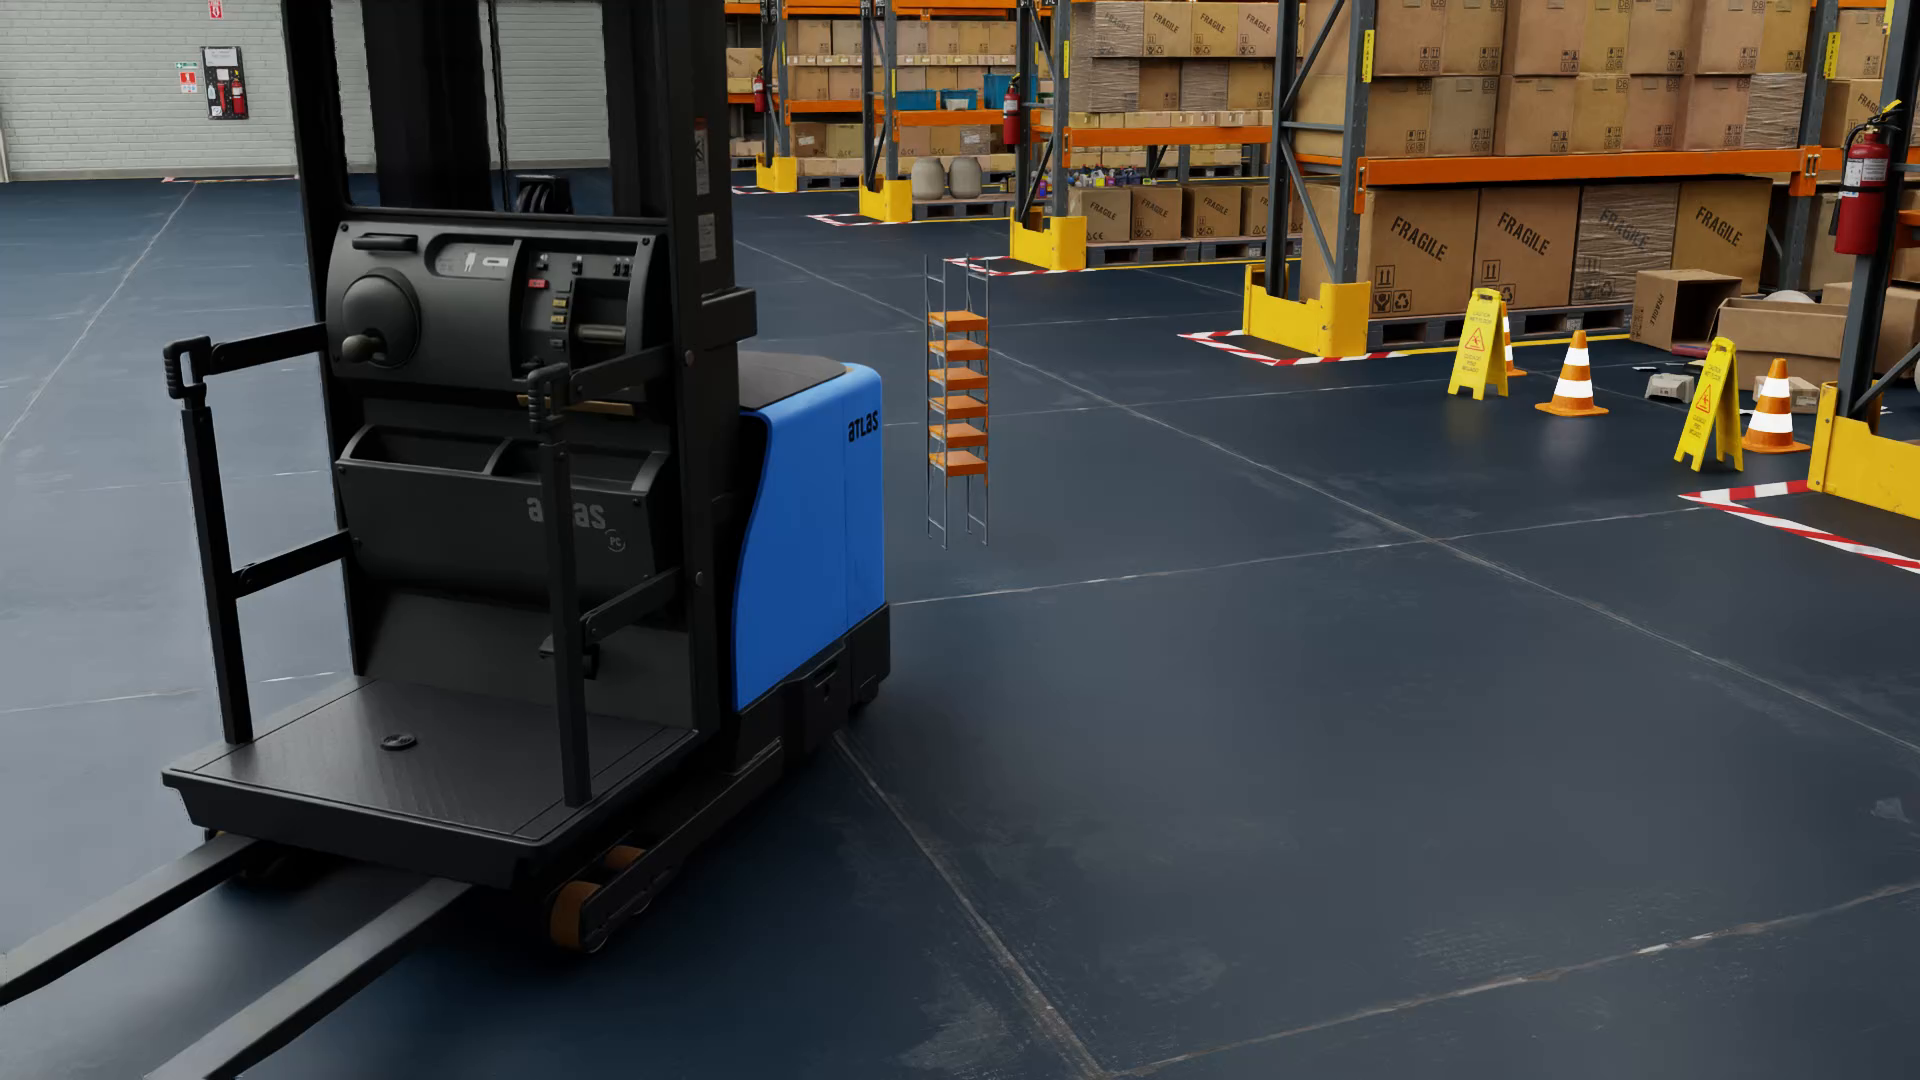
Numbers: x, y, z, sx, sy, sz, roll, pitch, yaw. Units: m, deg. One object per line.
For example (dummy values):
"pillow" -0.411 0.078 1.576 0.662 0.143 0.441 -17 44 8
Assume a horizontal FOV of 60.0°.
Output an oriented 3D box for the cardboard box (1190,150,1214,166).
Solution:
"cardboard box" 3.829 -6.286 27.315 0.500 0.250 0.500 -6 18 -21

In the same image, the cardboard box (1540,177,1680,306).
"cardboard box" 4.747 -2.294 12.611 0.875 0.875 0.875 -6 17 -20

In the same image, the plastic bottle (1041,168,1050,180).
"plastic bottle" 1.098 -4.754 21.885 0.185 0.351 0.144 -5 17 -18

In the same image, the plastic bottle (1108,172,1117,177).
"plastic bottle" 1.993 -4.647 21.654 0.135 0.276 0.152 -6 17 -20

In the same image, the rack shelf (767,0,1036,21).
"rack shelf" -0.889 -8.063 25.185 4.000 0.370 1.077 -6 17 -20

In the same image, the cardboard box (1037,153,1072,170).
"cardboard box" 1.444 -6.028 26.437 0.500 0.250 0.500 -7 18 -21

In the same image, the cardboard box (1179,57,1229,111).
"cardboard box" 2.214 -4.520 16.463 0.500 0.500 0.875 -6 17 -20

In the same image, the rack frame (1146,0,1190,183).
"rack frame" 2.747 -5.867 21.753 0.127 3.000 1.000 -6 17 -20

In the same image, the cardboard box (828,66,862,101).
"cardboard box" -1.828 -6.913 25.139 0.500 0.500 0.700 -6 17 -19

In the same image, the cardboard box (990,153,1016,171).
"cardboard box" 0.624 -5.949 26.166 0.500 0.250 0.500 -6 17 -20

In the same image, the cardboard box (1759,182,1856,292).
"cardboard box" 6.747 -2.457 13.389 0.750 0.750 1.050 -6 17 -20

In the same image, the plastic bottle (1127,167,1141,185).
"plastic bottle" 2.249 -4.666 21.585 0.185 0.351 0.144 -7 18 -22

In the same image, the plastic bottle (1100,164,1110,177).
"plastic bottle" 1.897 -4.797 22.030 0.185 0.351 0.144 -6 17 -20

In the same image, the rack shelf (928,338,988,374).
"rack shelf" -0.014 -0.762 6.869 0.180 0.103 0.258 -6 17 -20

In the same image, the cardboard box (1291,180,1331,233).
"cardboard box" 3.600 -3.476 17.304 0.500 0.500 0.500 -1 16 -2

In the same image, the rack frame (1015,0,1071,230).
"rack frame" 0.784 -4.161 15.942 0.127 3.000 1.000 -6 17 -20

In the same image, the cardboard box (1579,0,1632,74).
"cardboard box" 4.326 -3.651 12.024 0.500 0.550 0.875 -6 17 -20

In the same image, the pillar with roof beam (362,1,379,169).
"pillar with roof beam" -8.251 -9.509 23.509 0.400 9.000 9.100 -6 17 -20

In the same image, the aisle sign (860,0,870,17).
"aisle sign" -1.161 -6.782 20.255 0.004 0.787 0.394 -6 17 -20

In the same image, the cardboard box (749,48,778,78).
"cardboard box" -3.514 -8.384 29.224 0.500 0.500 0.500 -6 17 -20

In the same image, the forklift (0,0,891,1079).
"forklift" -1.233 -0.583 3.881 1.130 2.935 3.031 6 17 20

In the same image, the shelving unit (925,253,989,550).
"shelving unit" -0.014 -0.574 6.924 0.189 1.200 0.258 -6 17 -20

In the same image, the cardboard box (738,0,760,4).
"cardboard box" -3.617 -9.580 28.860 0.500 0.500 0.500 -5 17 -16

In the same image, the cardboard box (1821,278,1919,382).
"cardboard box" 5.935 -1.360 10.596 0.503 0.637 0.797 -6 17 -20

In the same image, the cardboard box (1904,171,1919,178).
"cardboard box" 10.565 -4.392 19.757 0.875 0.875 1.225 -7 18 -22

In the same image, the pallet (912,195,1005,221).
"pallet" -0.173 -4.226 21.115 1.213 0.211 1.003 -6 17 -20

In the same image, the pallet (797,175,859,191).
"pallet" -2.058 -5.518 25.512 1.213 0.211 1.003 -6 17 -20

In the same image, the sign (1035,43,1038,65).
"sign" 1.178 -7.478 25.563 0.005 0.325 0.100 -6 17 -20

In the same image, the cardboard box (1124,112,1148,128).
"cardboard box" 1.615 -4.047 16.003 0.250 0.149 0.380 -6 17 -20

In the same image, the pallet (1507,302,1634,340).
"pallet" 4.321 -1.730 12.617 1.213 0.211 1.003 -6 17 -20

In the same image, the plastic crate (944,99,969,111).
"plastic crate" -0.037 -5.343 20.436 0.250 0.136 0.298 -6 17 -20

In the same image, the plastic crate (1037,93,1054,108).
"plastic crate" 1.379 -5.703 21.570 0.662 0.188 0.450 -6 17 -20

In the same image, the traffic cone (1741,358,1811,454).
"traffic cone" 4.270 -0.719 8.724 0.334 0.463 0.336 -6 17 -20

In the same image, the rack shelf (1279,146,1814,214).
"rack shelf" 4.332 -2.702 12.252 4.000 0.370 1.077 -6 17 -20

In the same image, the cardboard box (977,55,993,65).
"cardboard box" 0.326 -7.395 25.627 0.250 0.149 0.380 -7 18 -22

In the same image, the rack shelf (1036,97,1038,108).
"rack shelf" 2.846 -7.027 26.981 4.000 0.370 1.077 -6 17 -20

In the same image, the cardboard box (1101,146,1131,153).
"cardboard box" 2.406 -6.400 26.706 0.500 0.311 0.500 -7 18 -22

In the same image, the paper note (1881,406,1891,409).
"paper note" 5.348 -0.788 9.749 0.142 0.019 0.148 0 16 -1

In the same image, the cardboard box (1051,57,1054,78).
"cardboard box" 1.990 -9.022 31.540 0.500 0.500 0.700 -8 18 -25

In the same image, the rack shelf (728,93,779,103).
"rack shelf" -2.665 -7.927 30.044 4.000 0.370 1.077 -6 17 -20

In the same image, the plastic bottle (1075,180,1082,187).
"plastic bottle" 1.515 -4.508 21.312 0.097 0.201 0.097 0 16 0

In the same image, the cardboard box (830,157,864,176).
"cardboard box" -1.711 -5.696 25.307 0.500 0.250 0.500 -6 17 -20

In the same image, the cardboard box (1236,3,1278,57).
"cardboard box" 2.796 -4.966 16.206 0.500 0.500 0.500 -6 17 -20

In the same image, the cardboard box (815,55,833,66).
"cardboard box" -2.068 -7.137 24.749 0.250 0.149 0.380 -7 18 -22

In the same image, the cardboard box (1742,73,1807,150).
"cardboard box" 5.860 -3.280 12.679 0.550 0.550 0.875 -6 17 -20

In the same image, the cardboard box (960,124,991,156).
"cardboard box" 0.152 -6.261 25.899 0.500 0.500 0.500 -6 17 -20

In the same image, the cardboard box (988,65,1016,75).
"cardboard box" 0.566 -7.172 26.021 0.500 0.500 0.700 -7 18 -22

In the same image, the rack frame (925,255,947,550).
"rack frame" -0.099 -0.565 6.893 0.006 1.200 0.240 -6 17 -20

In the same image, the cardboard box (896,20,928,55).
"cardboard box" -0.840 -7.643 25.321 0.500 0.500 0.700 -6 17 -20

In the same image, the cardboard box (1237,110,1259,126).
"cardboard box" 2.757 -4.192 16.495 0.250 0.149 0.380 -6 17 -20

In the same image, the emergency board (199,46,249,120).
"emergency board" -12.113 -7.524 27.397 0.643 1.169 0.194 -6 17 -20

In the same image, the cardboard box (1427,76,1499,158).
"cardboard box" 3.301 -3.028 11.819 0.550 0.550 0.875 -6 17 -20

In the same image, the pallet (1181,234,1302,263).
"pallet" 2.764 -3.025 17.024 1.213 0.211 1.003 -6 17 -20

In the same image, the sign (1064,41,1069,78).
"sign" 0.979 -4.433 15.334 0.005 0.325 0.100 -6 17 -20

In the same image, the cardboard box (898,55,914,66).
"cardboard box" -0.878 -7.264 25.183 0.250 0.149 0.380 -6 17 -20

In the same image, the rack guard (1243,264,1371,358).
"rack guard" 2.442 -1.644 11.808 0.348 0.500 1.175 -6 17 -20

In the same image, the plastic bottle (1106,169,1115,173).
"plastic bottle" 2.001 -4.815 22.223 0.135 0.276 0.152 -5 17 -18
